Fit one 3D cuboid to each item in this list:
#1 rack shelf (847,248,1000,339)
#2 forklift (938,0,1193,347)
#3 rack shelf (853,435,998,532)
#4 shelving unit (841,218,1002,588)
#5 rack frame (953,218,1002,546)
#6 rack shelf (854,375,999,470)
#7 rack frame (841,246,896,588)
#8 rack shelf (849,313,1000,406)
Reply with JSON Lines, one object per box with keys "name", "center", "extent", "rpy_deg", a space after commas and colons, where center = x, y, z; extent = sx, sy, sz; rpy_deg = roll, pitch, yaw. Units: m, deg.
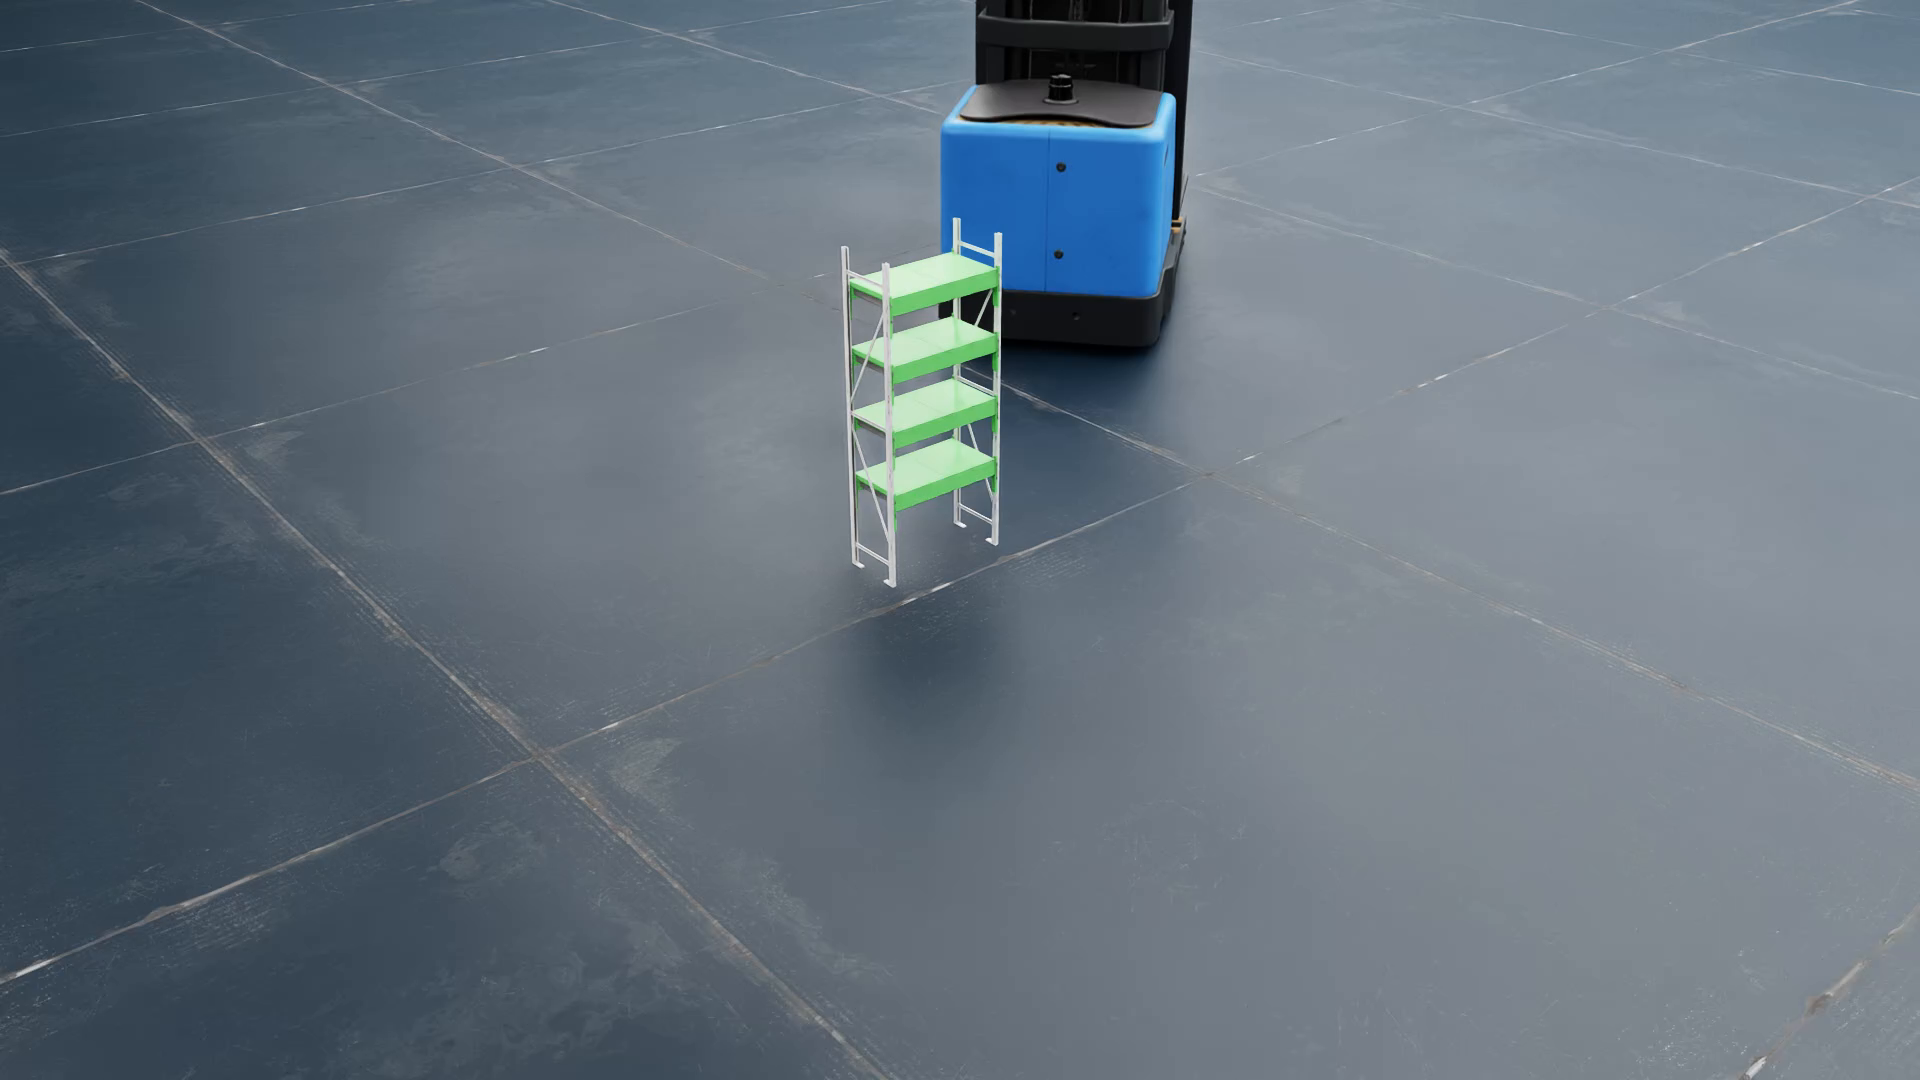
{"name": "rack shelf", "center": [-0.126, -0.846, 5.676], "extent": [0.480, 0.148, 0.258], "rpy_deg": [-22, 35, -35]}
{"name": "forklift", "center": [0.666, -2.871, 8.512], "extent": [1.130, 2.935, 3.031], "rpy_deg": [5, 29, 9]}
{"name": "rack shelf", "center": [-0.126, -0.211, 6.016], "extent": [0.480, 0.148, 0.258], "rpy_deg": [-22, 35, -35]}
{"name": "shelving unit", "center": [-0.126, -0.479, 5.872], "extent": [0.503, 1.200, 0.258], "rpy_deg": [-22, 35, -35]}
{"name": "rack frame", "center": [0.060, -0.553, 6.012], "extent": [0.015, 1.200, 0.240], "rpy_deg": [-22, 35, -35]}
{"name": "rack shelf", "center": [-0.126, -0.422, 5.903], "extent": [0.480, 0.148, 0.258], "rpy_deg": [-22, 35, -35]}
{"name": "rack frame", "center": [-0.312, -0.404, 5.733], "extent": [0.015, 1.200, 0.240], "rpy_deg": [-22, 35, -35]}
{"name": "rack shelf", "center": [-0.126, -0.634, 5.789], "extent": [0.480, 0.148, 0.258], "rpy_deg": [-22, 35, -35]}
